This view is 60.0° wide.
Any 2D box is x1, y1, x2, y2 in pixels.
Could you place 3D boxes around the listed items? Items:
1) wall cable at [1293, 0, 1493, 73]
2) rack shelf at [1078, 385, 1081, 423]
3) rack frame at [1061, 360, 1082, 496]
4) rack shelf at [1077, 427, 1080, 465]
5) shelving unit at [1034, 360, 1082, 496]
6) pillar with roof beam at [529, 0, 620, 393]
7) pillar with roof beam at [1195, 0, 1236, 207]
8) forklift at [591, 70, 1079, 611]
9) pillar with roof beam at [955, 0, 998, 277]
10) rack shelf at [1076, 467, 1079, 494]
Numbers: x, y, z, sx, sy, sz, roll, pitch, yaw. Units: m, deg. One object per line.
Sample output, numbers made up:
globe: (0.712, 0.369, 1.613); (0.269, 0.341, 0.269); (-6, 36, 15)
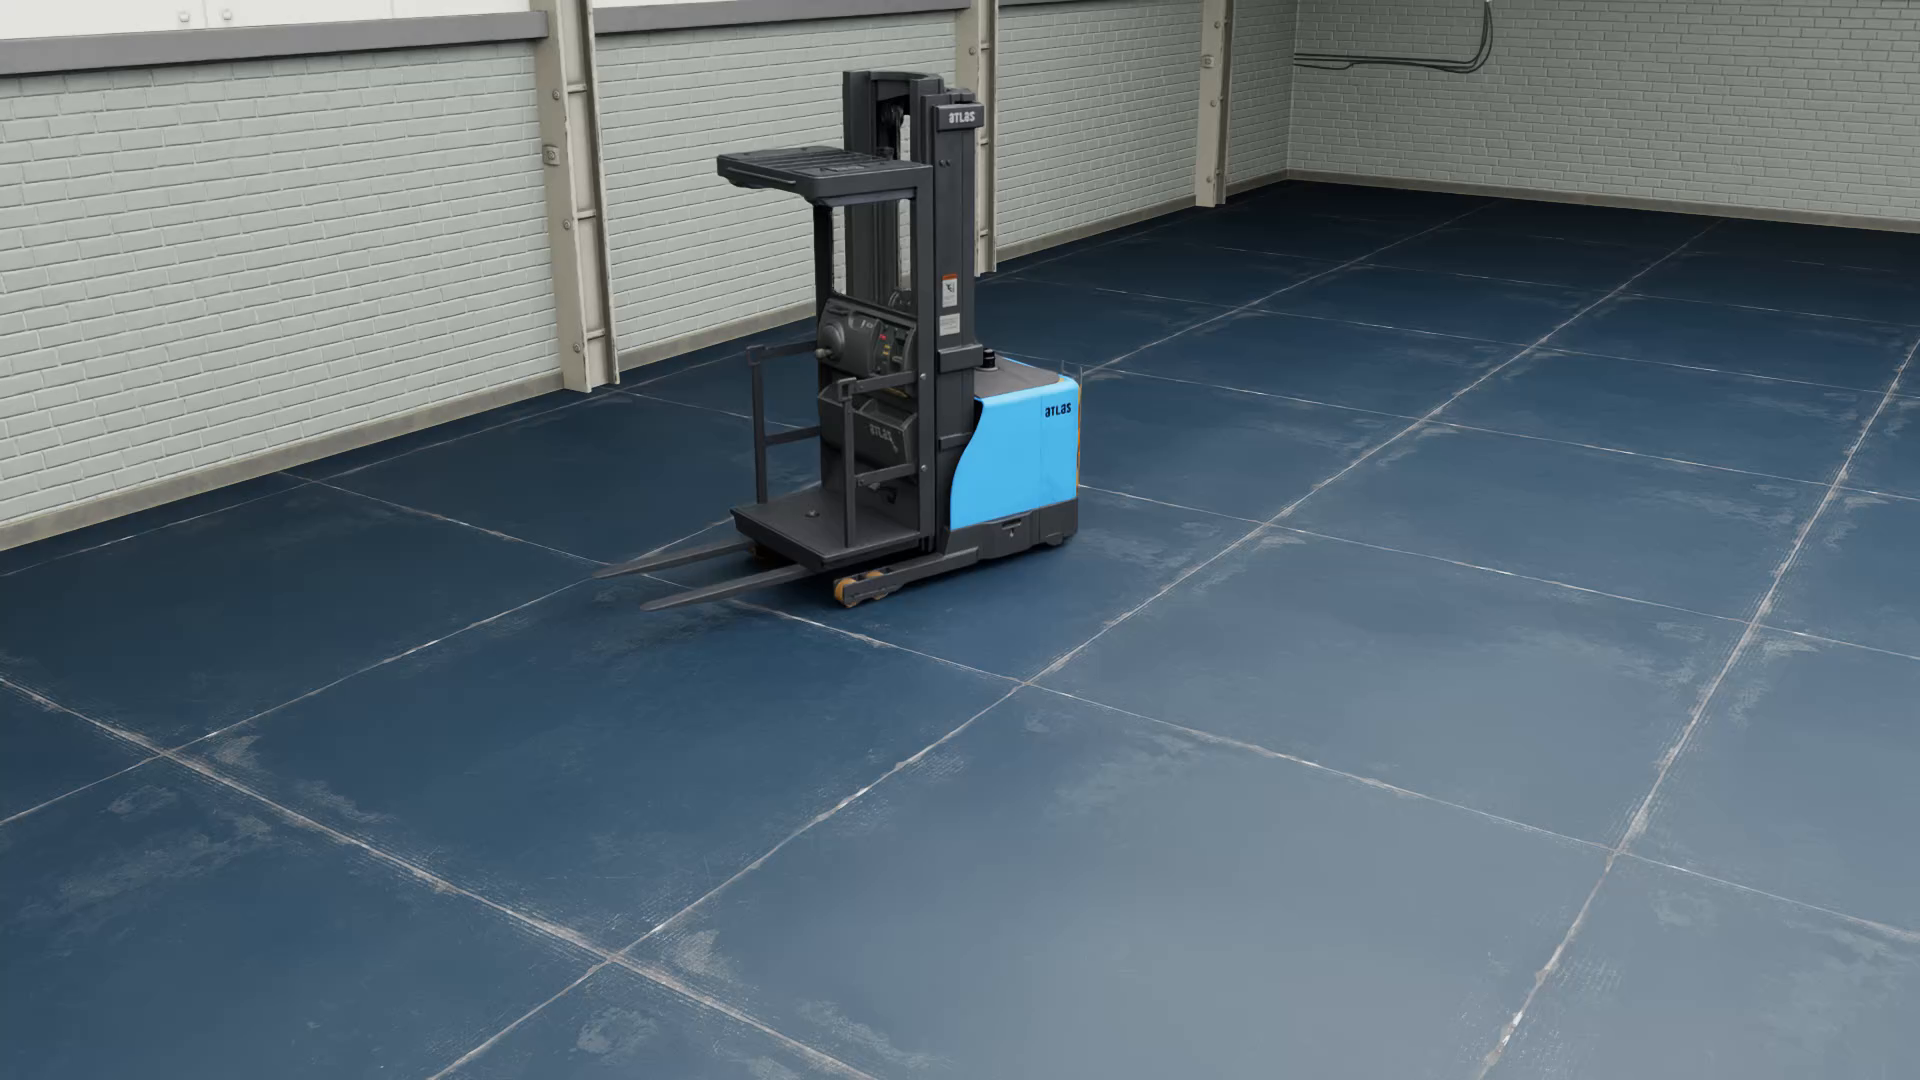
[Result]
wall cable: (6.305, -8.134, 24.260); (3.097, 2.526, 0.112); (13, 24, 32)
rack shelf: (0.630, -0.891, 10.874); (0.240, 0.259, 0.215); (-15, 25, -35)
rack frame: (0.727, -0.661, 11.038); (0.008, 1.050, 0.200); (-15, 25, -35)
rack shelf: (0.630, -0.625, 10.972); (0.240, 0.259, 0.215); (-15, 25, -35)
shelving unit: (0.630, -0.635, 10.969); (0.252, 1.050, 0.215); (-15, 25, -35)
pillar with roof beam: (0.370, -4.721, 10.556); (9.100, 9.000, 0.400); (13, 24, 32)
pillar with roof beam: (7.115, -8.164, 19.864); (9.100, 9.000, 0.400); (13, 24, 32)
forklift: (-0.722, -1.190, 9.757); (3.031, 2.935, 1.130); (-15, 25, -35)
pillar with roof beam: (3.742, -6.442, 15.210); (9.100, 9.000, 0.400); (13, 24, 32)
rack shelf: (0.630, -0.364, 11.069); (0.240, 0.259, 0.215); (-15, 25, -35)
